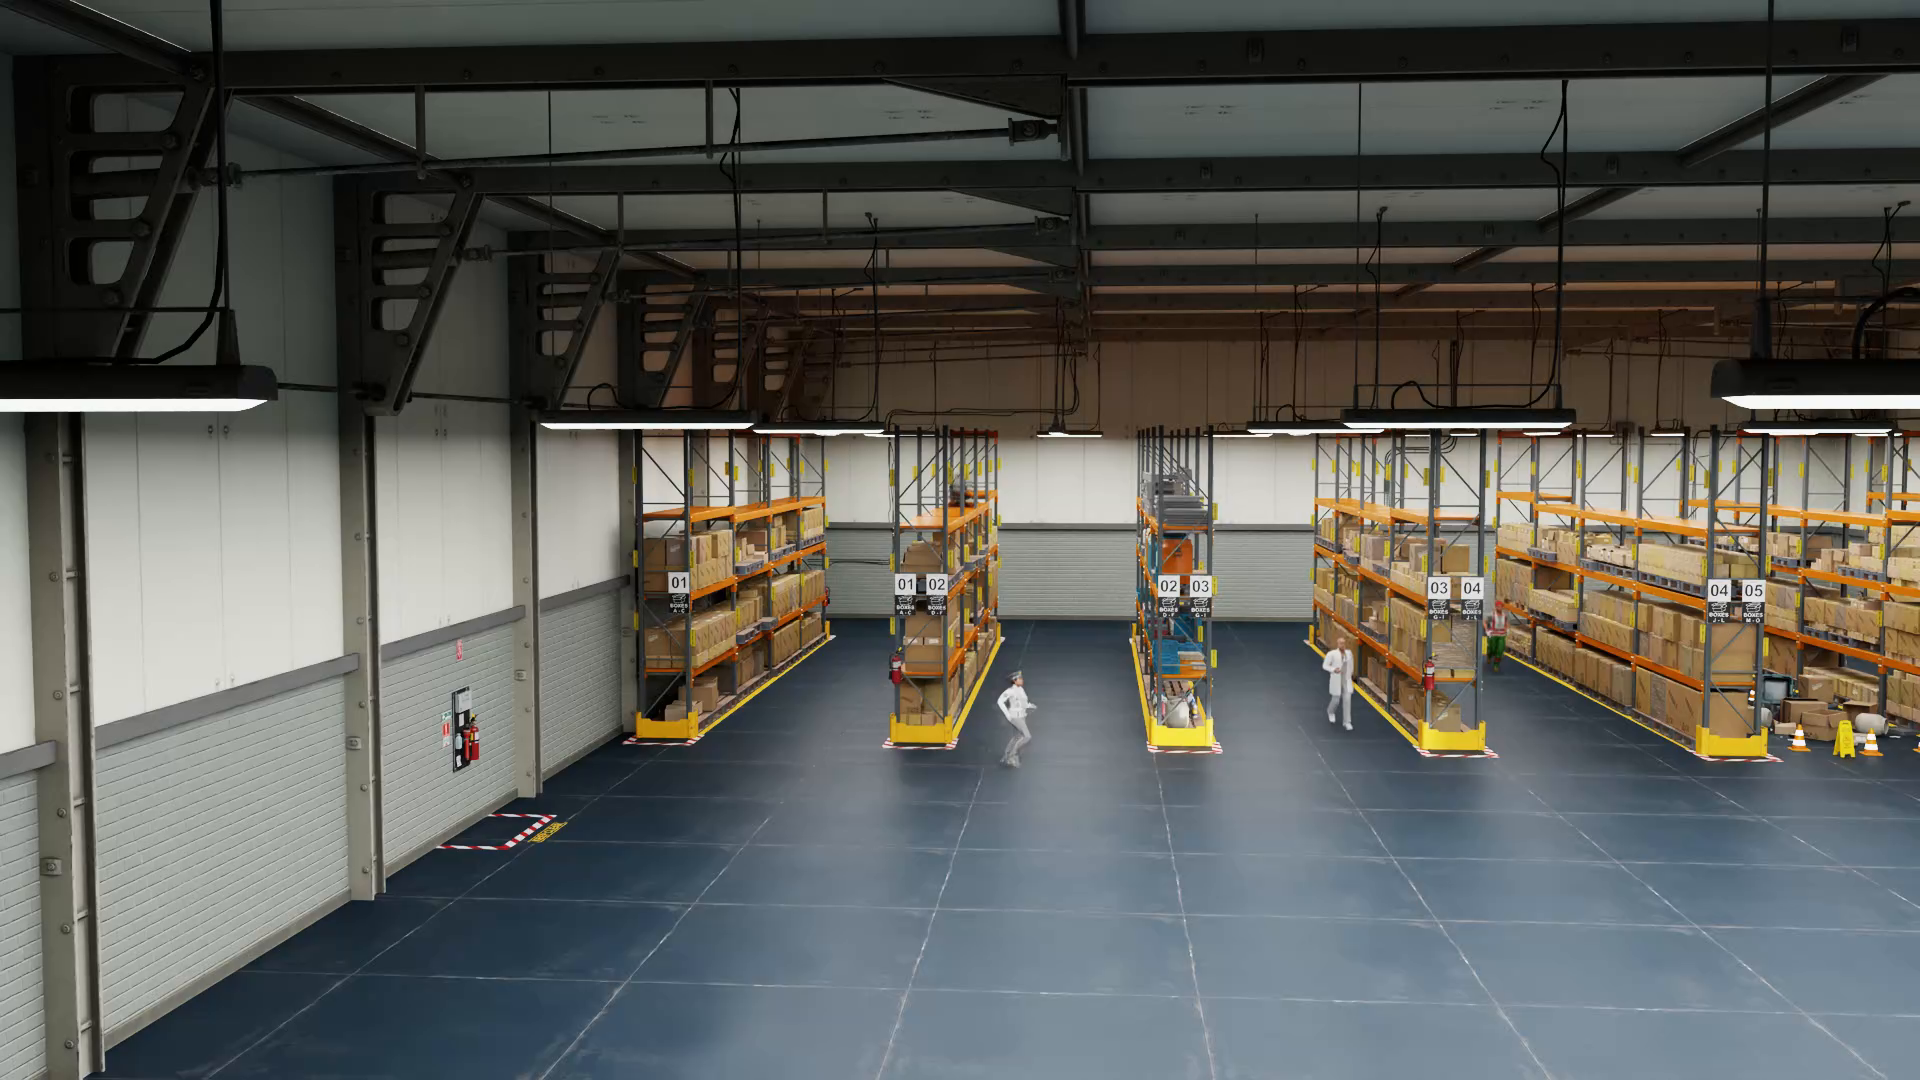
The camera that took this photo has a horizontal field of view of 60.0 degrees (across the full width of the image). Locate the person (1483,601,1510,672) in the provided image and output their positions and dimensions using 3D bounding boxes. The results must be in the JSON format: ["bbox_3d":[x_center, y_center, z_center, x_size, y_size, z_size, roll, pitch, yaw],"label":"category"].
[{"bbox_3d":[13.323,2.379,41.275,0.682,1.749,0.697,0,3,-2],"label":"person"}]

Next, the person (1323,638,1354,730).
[{"bbox_3d":[7.552,2.870,33.063,0.704,1.686,1.070,0,3,-6],"label":"person"}]

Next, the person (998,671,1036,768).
[{"bbox_3d":[1.020,3.128,29.079,0.669,1.692,0.586,2,4,25],"label":"person"}]
